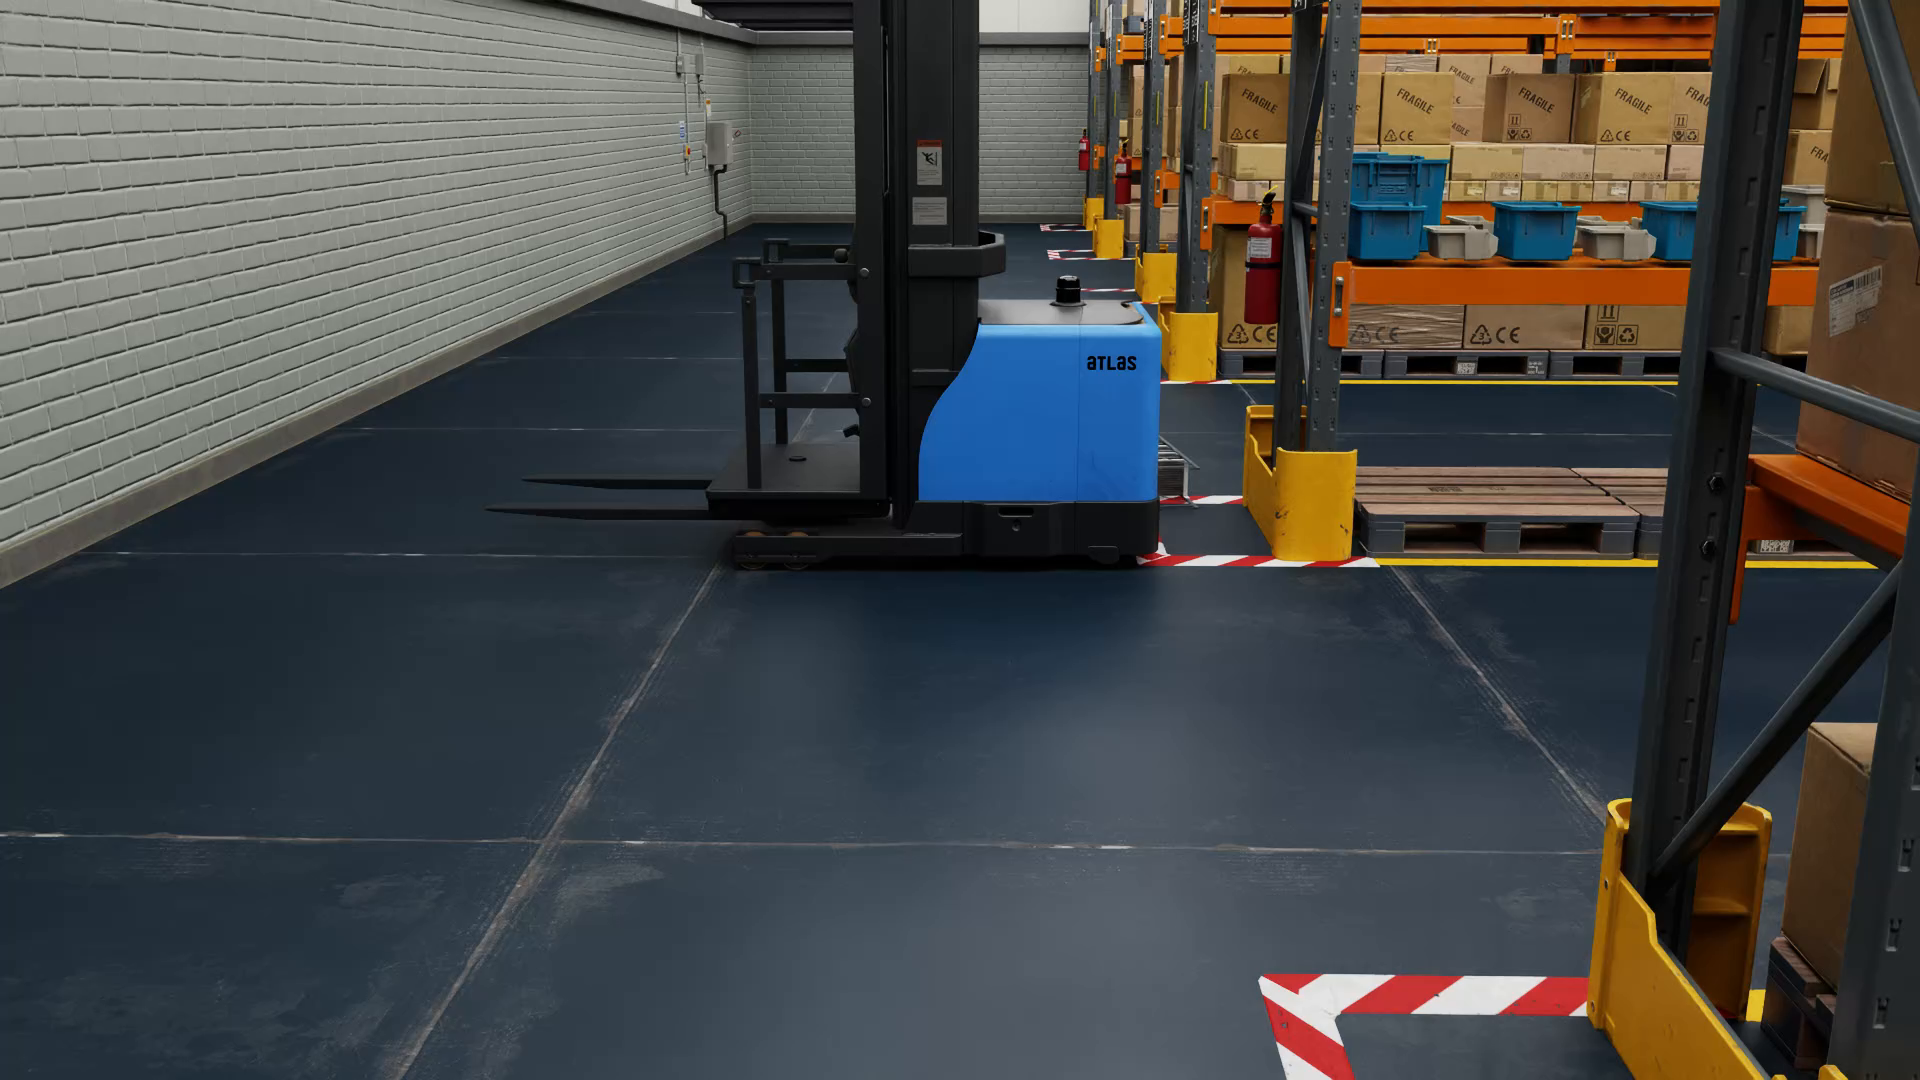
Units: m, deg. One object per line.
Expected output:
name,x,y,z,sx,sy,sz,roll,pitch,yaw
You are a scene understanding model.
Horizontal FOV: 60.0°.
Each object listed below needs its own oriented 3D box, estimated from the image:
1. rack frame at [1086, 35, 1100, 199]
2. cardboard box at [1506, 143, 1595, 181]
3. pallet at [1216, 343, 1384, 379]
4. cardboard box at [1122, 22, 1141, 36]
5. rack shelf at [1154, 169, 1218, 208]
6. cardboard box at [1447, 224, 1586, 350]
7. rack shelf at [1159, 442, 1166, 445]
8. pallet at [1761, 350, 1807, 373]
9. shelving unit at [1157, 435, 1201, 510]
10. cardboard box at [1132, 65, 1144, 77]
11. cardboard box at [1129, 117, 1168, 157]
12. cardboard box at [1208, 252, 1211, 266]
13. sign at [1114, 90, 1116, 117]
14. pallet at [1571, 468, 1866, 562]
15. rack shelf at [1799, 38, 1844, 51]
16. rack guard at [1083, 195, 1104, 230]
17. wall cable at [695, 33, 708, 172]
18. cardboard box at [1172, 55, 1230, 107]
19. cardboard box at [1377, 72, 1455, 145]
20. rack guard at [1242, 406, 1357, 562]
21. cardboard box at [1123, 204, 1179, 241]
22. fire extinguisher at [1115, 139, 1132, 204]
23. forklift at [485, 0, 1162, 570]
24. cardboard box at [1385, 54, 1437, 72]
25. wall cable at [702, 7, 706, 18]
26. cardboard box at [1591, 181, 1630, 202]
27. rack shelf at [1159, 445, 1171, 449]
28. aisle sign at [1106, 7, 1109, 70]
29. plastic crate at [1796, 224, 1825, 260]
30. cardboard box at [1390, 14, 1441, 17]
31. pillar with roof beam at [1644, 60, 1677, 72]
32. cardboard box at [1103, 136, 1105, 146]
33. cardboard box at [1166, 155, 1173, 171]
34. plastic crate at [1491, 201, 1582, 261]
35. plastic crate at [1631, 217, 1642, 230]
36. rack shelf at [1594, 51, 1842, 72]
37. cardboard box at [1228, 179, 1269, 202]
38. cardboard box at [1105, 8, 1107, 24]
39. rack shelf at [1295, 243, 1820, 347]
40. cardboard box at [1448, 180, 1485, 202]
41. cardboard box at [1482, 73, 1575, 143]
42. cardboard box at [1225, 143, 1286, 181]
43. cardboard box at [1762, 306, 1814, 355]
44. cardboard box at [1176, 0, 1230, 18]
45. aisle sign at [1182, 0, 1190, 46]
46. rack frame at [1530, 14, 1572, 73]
rack frame,2.136,-6.562,26.830,0.127,3.000,1.000,0,15,1
cardboard box,4.283,-2.756,12.116,0.500,0.250,0.500,1,15,3
pallet,2.561,-1.435,12.865,1.213,0.211,1.003,0,15,1
cardboard box,2.572,-8.011,26.154,0.500,0.250,0.500,0,15,1
rack shelf,3.987,-3.672,17.288,4.000,0.370,1.077,0,15,1
cardboard box,4.201,-1.949,12.688,0.875,0.875,0.875,0,15,1
rack shelf,1.009,-0.431,9.051,0.258,0.200,0.077,-2,15,-7
pallet,6.532,-1.408,12.764,1.213,0.211,1.003,0,15,1
shelving unit,1.038,-0.371,8.824,0.258,0.210,0.900,-2,15,-7
cardboard box,2.361,-6.068,21.533,0.250,0.149,0.380,1,15,3
cardboard box,2.485,-5.268,21.730,0.500,0.500,0.500,0,15,1
cardboard box,2.505,-2.932,17.256,0.250,0.149,0.380,1,15,4
sign,1.993,-5.611,21.376,0.005,0.325,0.100,0,15,1
pallet,3.673,-0.133,7.931,1.213,0.211,1.003,0,15,1
rack shelf,12.010,-6.333,21.495,4.000,0.370,1.077,0,15,1
rack guard,2.212,-5.352,27.147,0.348,0.500,1.175,0,15,1
wall cable,-3.600,-6.180,23.391,0.122,1.984,0.588,0,15,1
cardboard box,2.429,-4.638,16.799,0.500,0.500,0.500,0,15,1
cardboard box,3.251,-3.125,12.047,0.500,0.500,0.500,0,15,0
rack guard,1.609,-0.294,7.973,0.348,0.500,1.175,0,15,1
cardboard box,2.675,-4.281,22.386,0.875,0.438,0.875,0,15,0
fire extinguisher,1.747,-3.934,17.755,0.183,0.674,0.296,0,15,1
forklift,-0.626,-1.420,7.476,3.031,2.935,1.130,0,15,1
cardboard box,4.481,-4.625,16.752,0.500,0.500,0.500,1,15,3
wall cable,-3.550,-9.082,24.549,0.133,3.039,2.988,0,15,1
cardboard box,4.674,-2.544,12.097,0.250,0.149,0.380,1,15,2
rack shelf,1.020,-0.408,8.965,0.258,0.200,0.077,-2,15,-7
aisle sign,1.949,-6.632,22.002,0.004,0.787,0.394,0,15,1
plastic crate,3.883,-1.316,7.346,0.466,0.136,0.293,0,15,1
cardboard box,4.482,-5.328,16.570,0.500,0.250,0.500,0,15,1
pillar with roof beam,11.350,-8.534,22.545,0.400,9.000,9.100,0,15,1
cardboard box,2.474,-6.506,27.114,0.250,0.149,0.380,0,15,1
cardboard box,2.321,-3.981,17.542,0.250,0.149,0.380,0,15,1
plastic crate,2.530,-1.364,7.339,0.300,0.233,0.416,0,15,1
plastic crate,3.318,-1.449,7.853,0.250,0.136,0.298,0,15,1
rack shelf,12.133,-7.599,26.293,4.000,0.370,1.077,0,15,1
cardboard box,2.106,-2.561,12.158,0.250,0.149,0.380,1,15,2
cardboard box,2.587,-8.393,26.624,0.500,0.250,0.500,0,15,0
rack shelf,3.633,-1.145,7.708,4.000,0.370,1.077,0,15,1
cardboard box,3.644,-2.551,12.121,0.250,0.149,0.380,0,15,0
cardboard box,4.274,-3.252,12.527,0.500,0.500,0.500,0,15,0
cardboard box,2.233,-2.768,12.162,0.500,0.250,0.500,0,15,0
cardboard box,6.399,-1.919,12.576,0.875,0.875,1.225,0,15,2
cardboard box,2.430,-5.342,16.624,0.500,0.250,0.500,1,15,3
aisle sign,1.695,-4.102,12.414,0.004,0.787,0.394,0,15,1
rack frame,5.986,-4.007,17.146,0.127,3.000,1.000,0,15,1
